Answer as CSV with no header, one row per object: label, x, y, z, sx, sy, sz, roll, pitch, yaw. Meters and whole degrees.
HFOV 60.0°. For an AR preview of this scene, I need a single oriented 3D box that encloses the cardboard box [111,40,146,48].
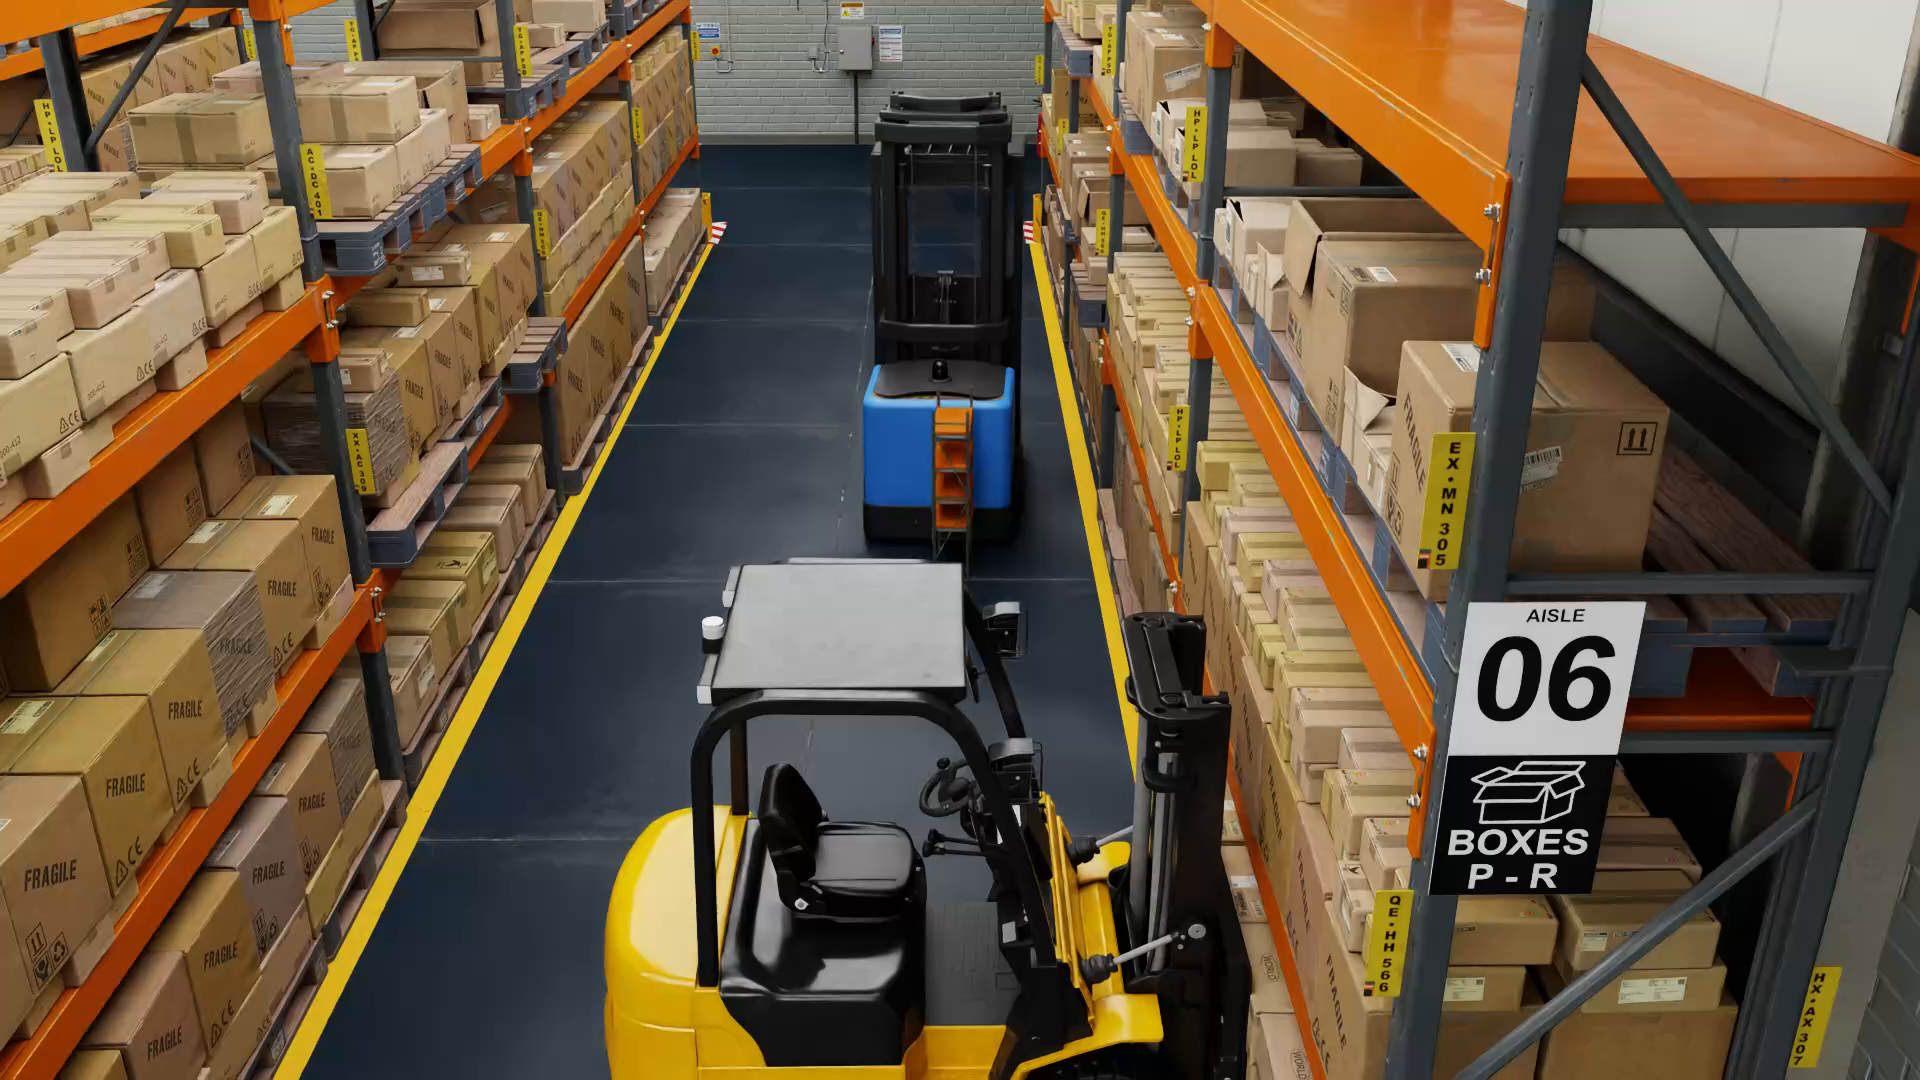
cardboard box,-8.731,-4.880,17.204,0.500,0.500,0.500,-1,24,-2

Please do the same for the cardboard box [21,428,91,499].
cardboard box,-3.040,-0.246,5.318,0.380,0.149,0.250,0,24,0

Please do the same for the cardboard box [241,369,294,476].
cardboard box,-3.621,-0.533,8.296,0.500,0.500,0.500,-1,24,-2

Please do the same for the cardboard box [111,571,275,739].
cardboard box,-3.110,0.456,6.620,0.500,0.500,0.500,0,24,1

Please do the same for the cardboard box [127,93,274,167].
cardboard box,-3.520,-1.927,7.796,0.500,0.250,0.500,0,24,1

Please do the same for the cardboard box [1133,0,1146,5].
cardboard box,1.572,-4.260,13.202,0.380,0.149,0.250,0,24,0

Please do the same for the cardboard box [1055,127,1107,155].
cardboard box,1.228,-3.979,16.729,0.500,0.250,0.500,0,24,-1

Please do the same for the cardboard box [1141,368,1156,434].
cardboard box,1.303,-0.778,9.406,0.500,0.250,0.500,0,24,0

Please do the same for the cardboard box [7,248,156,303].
cardboard box,-3.083,-0.923,5.847,0.380,0.149,0.250,0,24,0

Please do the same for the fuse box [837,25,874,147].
fuse box,-1.500,-6.601,24.270,0.539,1.711,0.414,0,24,-1

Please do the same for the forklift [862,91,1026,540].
forklift,-0.076,-1.900,12.394,1.130,2.935,3.031,1,24,3

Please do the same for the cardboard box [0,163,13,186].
cardboard box,-8.215,-3.062,13.953,0.380,0.149,0.250,0,24,-1

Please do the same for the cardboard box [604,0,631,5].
cardboard box,-3.270,-5.160,15.127,0.500,0.500,0.500,0,24,0

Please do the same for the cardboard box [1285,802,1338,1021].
cardboard box,1.356,1.192,5.352,0.500,0.500,0.500,0,24,1

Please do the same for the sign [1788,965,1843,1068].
sign,2.176,1.223,4.260,0.100,0.325,0.005,0,24,-1

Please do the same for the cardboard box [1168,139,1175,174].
cardboard box,1.261,-1.936,8.424,0.380,0.149,0.250,0,24,-1

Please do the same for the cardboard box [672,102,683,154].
cardboard box,-3.242,-4.345,17.596,0.500,0.500,0.500,0,24,1

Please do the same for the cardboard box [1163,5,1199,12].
cardboard box,1.732,-3.933,12.504,0.380,0.149,0.250,0,24,-1

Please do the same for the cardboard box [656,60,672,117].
cardboard box,-3.233,-4.593,16.931,0.500,0.500,0.500,0,24,-1

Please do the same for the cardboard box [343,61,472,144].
cardboard box,-3.430,-2.641,10.188,0.700,0.500,0.500,0,24,-1

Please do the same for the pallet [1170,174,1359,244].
pallet,1.554,-1.638,8.323,0.805,0.209,1.217,-1,24,-3

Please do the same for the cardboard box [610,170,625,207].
cardboard box,-3.213,-3.040,14.408,0.500,0.250,0.500,0,24,1

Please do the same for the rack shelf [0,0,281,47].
rack shelf,-3.365,-1.551,5.136,1.077,0.370,4.000,0,24,-1

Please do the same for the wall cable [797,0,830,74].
wall cable,-2.184,-7.713,23.931,0.588,1.984,0.122,0,24,-1

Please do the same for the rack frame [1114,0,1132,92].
rack frame,1.533,-4.377,10.507,1.000,3.000,0.127,0,24,-1

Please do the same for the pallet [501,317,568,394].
pallet,-3.316,-1.239,11.081,1.213,0.211,1.003,0,24,-1

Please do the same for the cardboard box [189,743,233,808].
cardboard box,-3.052,0.905,6.415,0.380,0.149,0.250,0,24,0

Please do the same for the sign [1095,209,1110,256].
sign,0.991,-2.128,11.507,0.100,0.325,0.005,0,24,-1

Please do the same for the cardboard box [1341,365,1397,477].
cardboard box,1.305,-0.334,4.740,0.396,0.266,0.258,0,24,0

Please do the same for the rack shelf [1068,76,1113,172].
rack shelf,1.511,-3.506,13.095,1.077,0.370,4.000,0,24,-1

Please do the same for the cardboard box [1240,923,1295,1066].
cardboard box,1.277,1.653,6.069,0.500,0.250,0.500,0,24,0

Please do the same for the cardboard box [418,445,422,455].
cardboard box,-3.150,-0.496,9.003,0.380,0.149,0.250,1,24,3

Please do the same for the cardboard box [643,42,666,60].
cardboard box,-3.244,-5.040,17.132,0.380,0.149,0.250,0,24,1

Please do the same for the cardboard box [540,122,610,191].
cardboard box,-3.219,-3.163,13.770,0.500,0.500,0.500,0,24,1

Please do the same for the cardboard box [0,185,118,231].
cardboard box,-3.677,-1.348,6.788,0.380,0.149,0.250,0,24,1

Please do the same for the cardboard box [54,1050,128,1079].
cardboard box,-3.076,2.054,5.486,0.500,0.500,0.500,-1,24,-2

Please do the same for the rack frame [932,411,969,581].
rack frame,-0.061,-0.276,10.903,0.240,1.200,0.015,1,24,3

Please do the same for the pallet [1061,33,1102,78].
pallet,1.441,-3.876,13.268,1.213,0.211,1.003,0,24,-1

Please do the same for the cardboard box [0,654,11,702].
cardboard box,-3.673,0.413,5.502,0.700,0.500,0.500,-1,24,-1

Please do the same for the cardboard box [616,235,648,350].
cardboard box,-3.387,-2.236,15.122,0.875,0.875,0.875,0,24,1

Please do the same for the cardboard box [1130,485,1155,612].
cardboard box,1.549,0.051,10.369,0.875,0.625,0.625,-1,24,-3

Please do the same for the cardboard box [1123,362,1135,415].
cardboard box,1.307,-0.971,10.440,0.500,0.250,0.500,-1,24,-2

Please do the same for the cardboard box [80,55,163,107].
cardboard box,-8.179,-4.449,16.250,0.500,0.500,0.500,0,24,0

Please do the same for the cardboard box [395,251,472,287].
cardboard box,-3.130,-1.614,9.900,0.380,0.149,0.250,-1,24,-3

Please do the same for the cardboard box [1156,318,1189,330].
cardboard box,1.366,-1.213,9.883,0.380,0.149,0.250,0,24,-1

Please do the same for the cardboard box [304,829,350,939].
cardboard box,-3.095,1.552,7.505,0.500,0.250,0.500,-1,24,-2

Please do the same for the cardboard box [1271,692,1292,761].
cardboard box,1.298,0.642,5.782,0.380,0.149,0.250,0,24,0

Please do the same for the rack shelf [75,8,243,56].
rack shelf,-8.444,-5.067,16.546,1.077,0.370,4.000,0,24,-1

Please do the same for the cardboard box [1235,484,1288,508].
cardboard box,1.389,-0.126,7.120,0.380,0.149,0.250,-1,24,-2

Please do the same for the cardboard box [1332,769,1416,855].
cardboard box,1.342,0.821,5.025,0.380,0.149,0.250,0,24,1

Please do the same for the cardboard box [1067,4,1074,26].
cardboard box,1.081,-4.340,13.740,0.380,0.149,0.250,0,24,0

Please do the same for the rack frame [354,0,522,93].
rack frame,-3.430,-4.353,10.454,1.000,3.000,0.127,0,24,-1

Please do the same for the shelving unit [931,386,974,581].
shelving unit,-0.047,-0.376,11.125,0.258,1.200,0.503,1,24,3

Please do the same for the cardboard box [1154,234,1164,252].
cardboard box,1.684,-2.093,12.106,0.500,0.500,0.500,1,24,2

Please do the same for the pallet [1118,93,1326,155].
pallet,1.630,-2.645,10.546,1.213,0.211,1.003,1,24,2

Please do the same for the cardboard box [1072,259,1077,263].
cardboard box,1.227,-2.490,15.353,0.380,0.149,0.250,1,24,2

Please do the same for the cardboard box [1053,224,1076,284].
cardboard box,1.340,-2.959,17.177,0.700,0.500,0.500,-1,24,-3
